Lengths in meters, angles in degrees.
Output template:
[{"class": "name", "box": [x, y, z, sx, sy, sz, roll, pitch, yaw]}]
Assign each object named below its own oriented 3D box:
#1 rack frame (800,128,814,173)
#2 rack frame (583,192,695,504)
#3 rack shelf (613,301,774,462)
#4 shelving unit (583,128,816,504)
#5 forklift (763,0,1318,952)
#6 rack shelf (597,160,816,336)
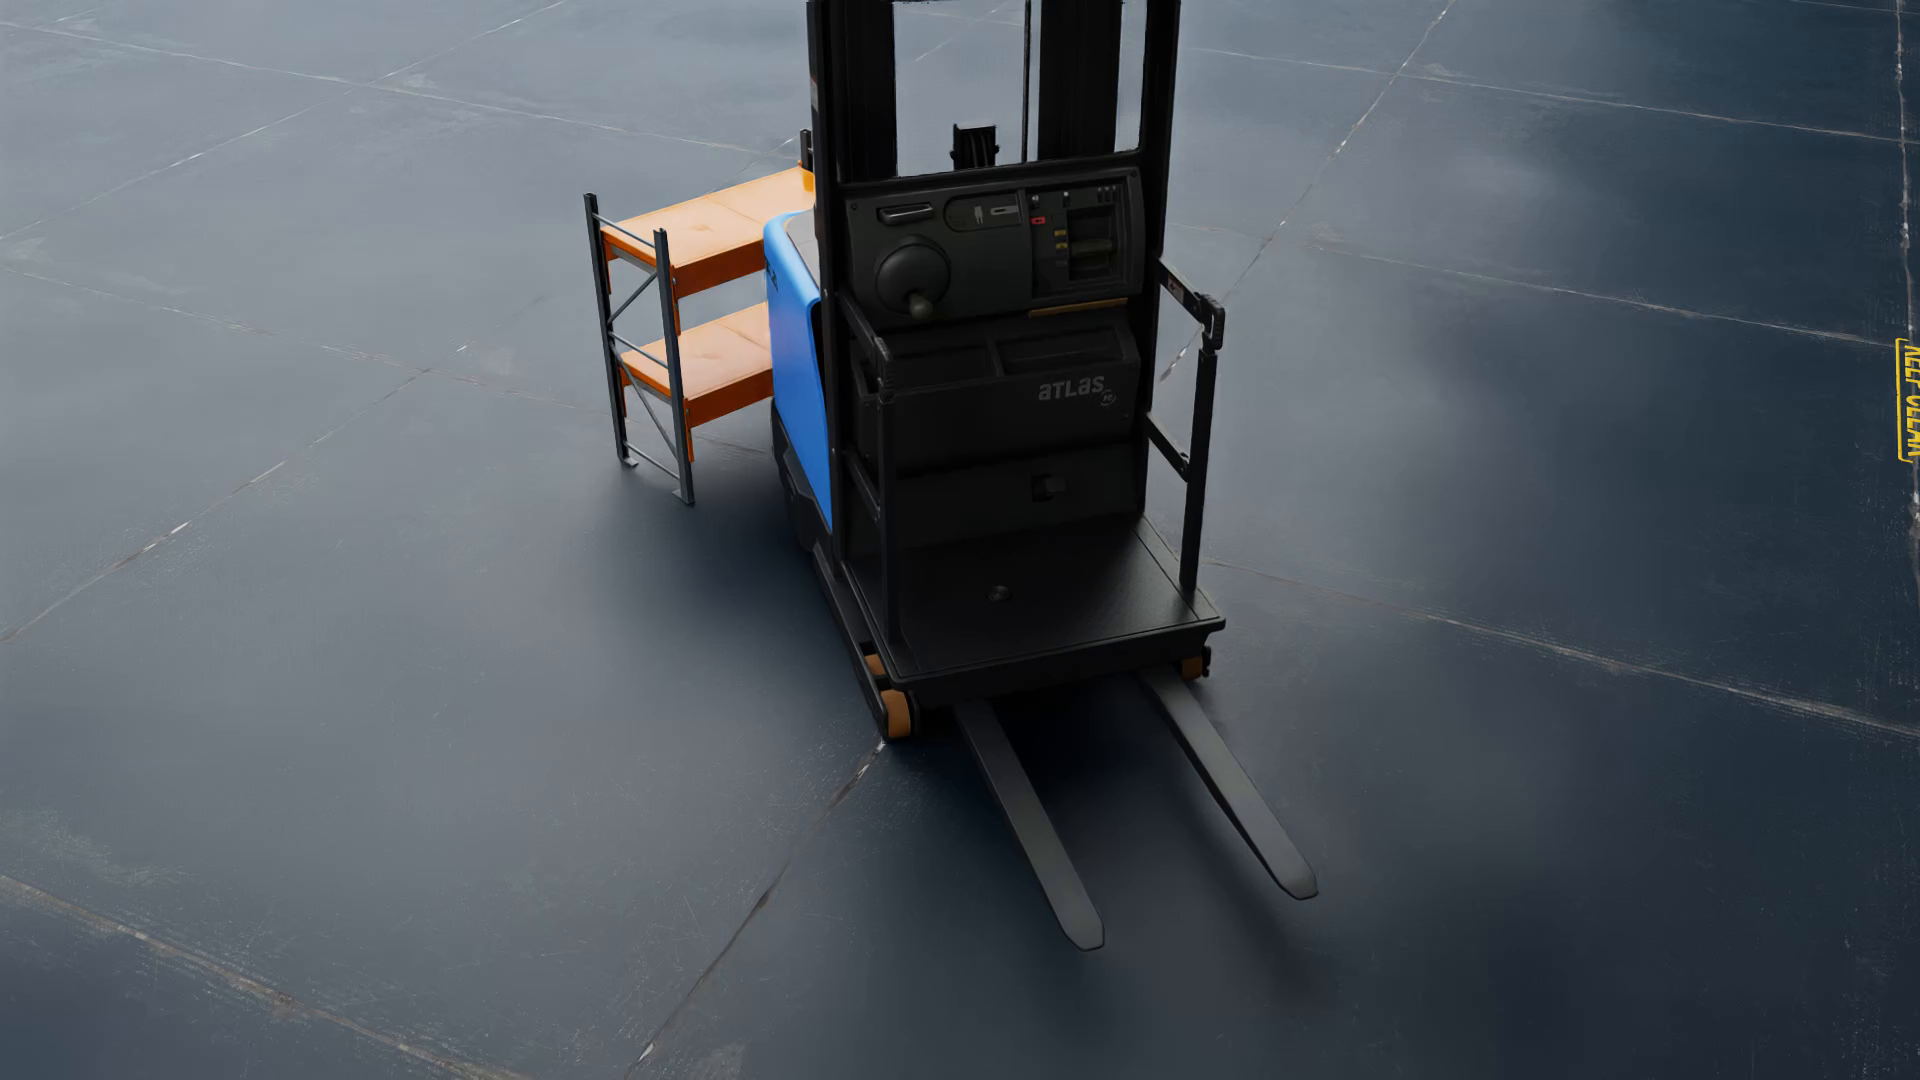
[{"class": "rack frame", "box": [-0.469, -1.095, 6.895, 0.032, 1.125, 0.500, -27, 42, -35]}, {"class": "rack frame", "box": [-1.214, -0.716, 6.316, 0.032, 1.125, 0.500, -27, 42, -35]}, {"class": "rack shelf", "box": [-0.842, -0.701, 6.740, 1.000, 0.278, 0.538, -27, 42, -35]}, {"class": "shelving unit", "box": [-0.842, -0.906, 6.606, 1.048, 1.125, 0.538, -27, 42, -35]}, {"class": "forklift", "box": [0.183, -0.837, 4.854, 1.130, 2.935, 3.031, -10, 34, -14]}, {"class": "rack shelf", "box": [-0.842, -1.151, 6.445, 1.000, 0.278, 0.538, -27, 42, -35]}]
